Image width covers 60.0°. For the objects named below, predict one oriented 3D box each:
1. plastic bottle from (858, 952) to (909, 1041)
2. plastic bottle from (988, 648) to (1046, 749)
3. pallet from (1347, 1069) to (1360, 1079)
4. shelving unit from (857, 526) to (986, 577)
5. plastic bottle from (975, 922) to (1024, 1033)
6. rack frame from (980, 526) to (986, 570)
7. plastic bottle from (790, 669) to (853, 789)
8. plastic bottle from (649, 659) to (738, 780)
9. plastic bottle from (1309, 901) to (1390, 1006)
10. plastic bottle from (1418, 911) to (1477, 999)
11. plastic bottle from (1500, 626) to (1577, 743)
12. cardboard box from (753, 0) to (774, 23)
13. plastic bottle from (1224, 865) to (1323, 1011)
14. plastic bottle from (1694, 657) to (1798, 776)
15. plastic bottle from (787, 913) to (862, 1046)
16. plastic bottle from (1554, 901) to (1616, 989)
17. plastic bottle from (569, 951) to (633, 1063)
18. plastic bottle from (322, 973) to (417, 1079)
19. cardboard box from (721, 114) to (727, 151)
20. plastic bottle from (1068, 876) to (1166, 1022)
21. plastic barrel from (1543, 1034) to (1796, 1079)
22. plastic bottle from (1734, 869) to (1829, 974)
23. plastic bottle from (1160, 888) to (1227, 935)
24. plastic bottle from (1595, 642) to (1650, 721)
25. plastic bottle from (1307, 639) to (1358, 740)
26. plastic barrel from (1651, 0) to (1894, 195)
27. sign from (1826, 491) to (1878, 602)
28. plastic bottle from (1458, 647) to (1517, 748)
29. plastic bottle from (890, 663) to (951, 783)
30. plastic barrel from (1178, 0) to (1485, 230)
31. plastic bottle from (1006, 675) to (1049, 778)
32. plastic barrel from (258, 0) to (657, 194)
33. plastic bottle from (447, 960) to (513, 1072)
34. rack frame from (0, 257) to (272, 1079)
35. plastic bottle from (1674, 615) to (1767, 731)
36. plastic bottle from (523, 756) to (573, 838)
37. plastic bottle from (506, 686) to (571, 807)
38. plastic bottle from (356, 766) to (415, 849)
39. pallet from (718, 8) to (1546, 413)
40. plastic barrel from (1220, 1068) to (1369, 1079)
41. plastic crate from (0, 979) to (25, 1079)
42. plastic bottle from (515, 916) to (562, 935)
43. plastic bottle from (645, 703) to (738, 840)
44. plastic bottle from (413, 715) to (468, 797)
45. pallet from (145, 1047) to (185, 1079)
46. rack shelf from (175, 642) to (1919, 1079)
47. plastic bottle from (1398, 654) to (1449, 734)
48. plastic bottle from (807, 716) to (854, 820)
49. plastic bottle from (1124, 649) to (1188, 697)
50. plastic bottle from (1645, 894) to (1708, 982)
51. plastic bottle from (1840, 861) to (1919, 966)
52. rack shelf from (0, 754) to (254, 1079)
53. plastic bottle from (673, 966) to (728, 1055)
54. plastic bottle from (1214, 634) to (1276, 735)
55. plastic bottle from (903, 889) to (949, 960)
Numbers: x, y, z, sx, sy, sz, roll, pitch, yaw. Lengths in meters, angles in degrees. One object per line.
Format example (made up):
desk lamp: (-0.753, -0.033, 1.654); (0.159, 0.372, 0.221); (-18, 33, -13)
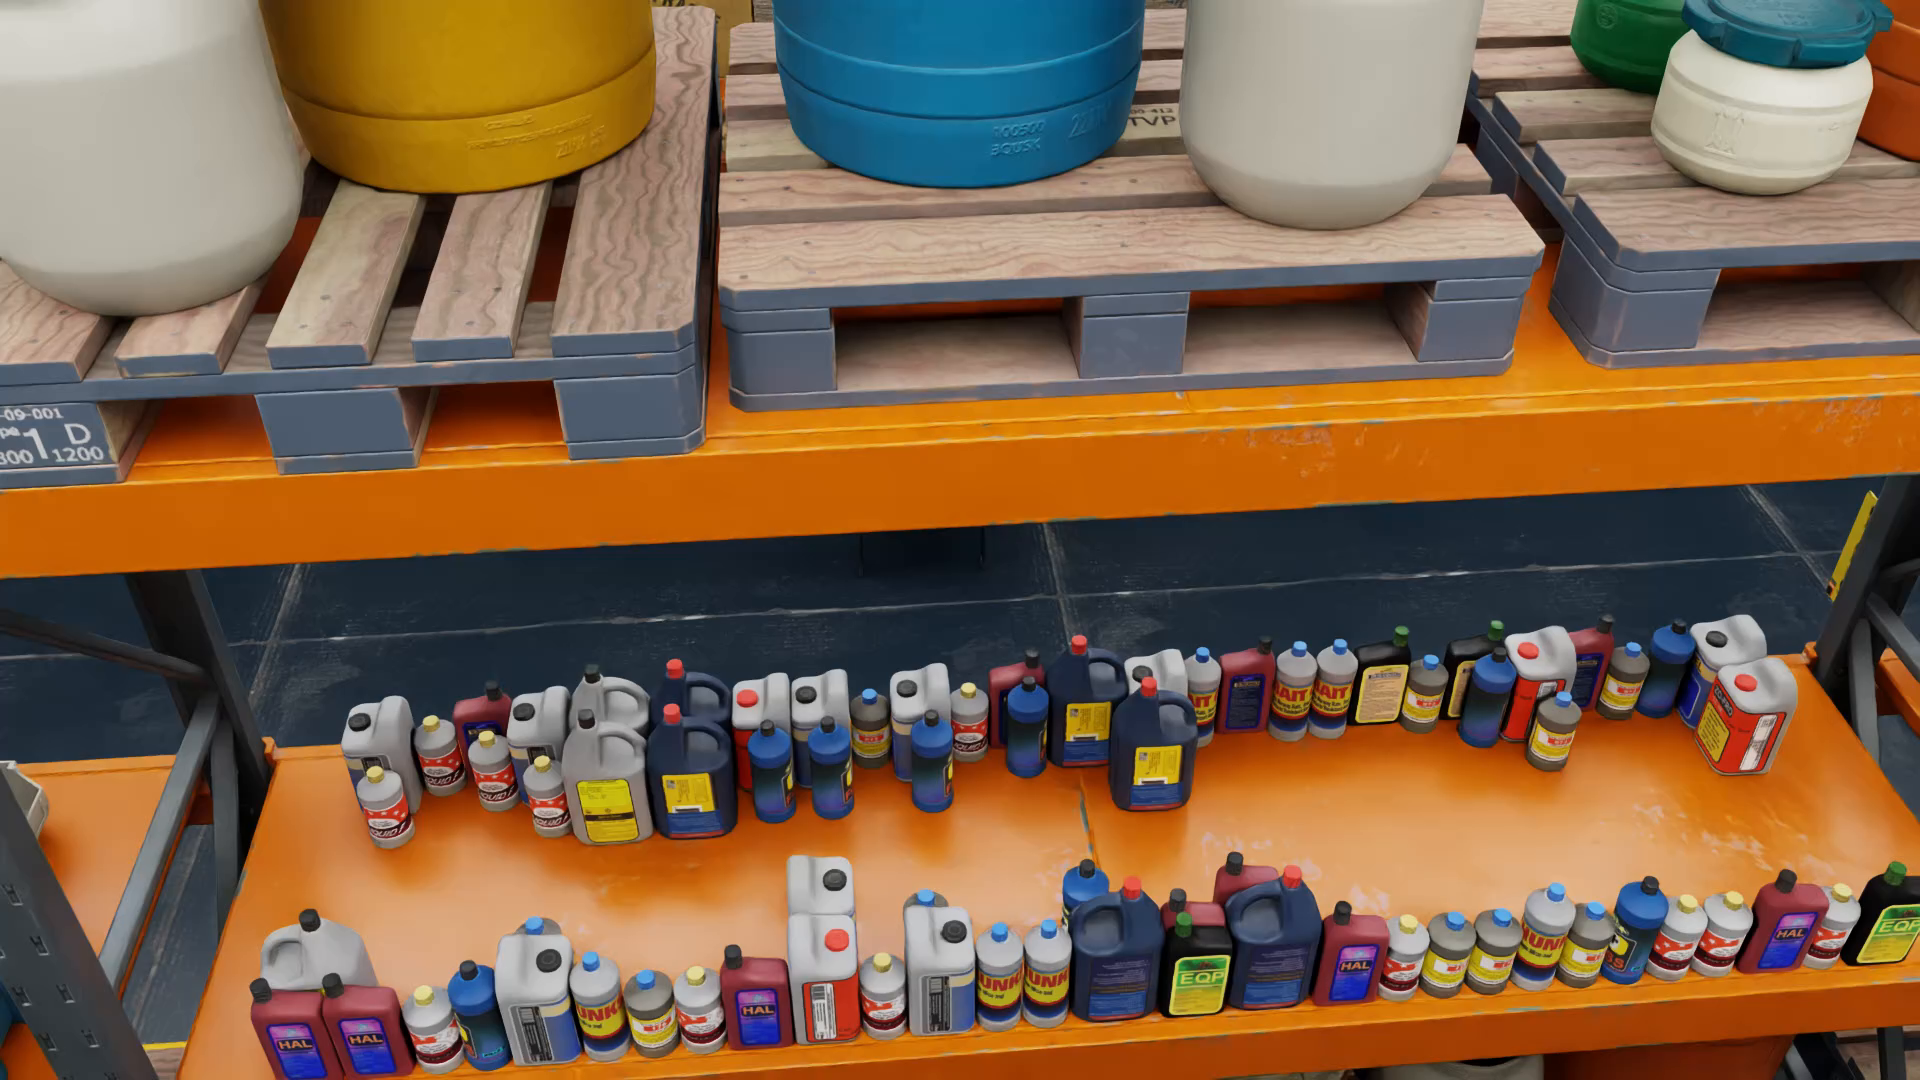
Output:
plastic bottle: (-0.153, 0.906, 3.341); (0.097, 0.201, 0.097); (0, 38, 0)
plastic bottle: (0.133, 0.374, 3.948); (0.133, 0.283, 0.061); (-3, 38, -4)
pallet: (1.514, 1.603, 4.549); (1.213, 0.211, 1.003); (-3, 38, -4)
shelving unit: (-0.165, -0.815, 6.088); (0.503, 2.100, 0.431); (-3, 38, -4)
plastic bottle: (0.078, 0.866, 3.335); (0.097, 0.271, 0.097); (0, 38, 0)
rack frame: (0.078, -0.829, 6.105); (0.015, 2.100, 0.400); (-3, 38, -4)
plastic bottle: (-0.324, 0.431, 3.882); (0.135, 0.276, 0.152); (-3, 38, -4)
plastic bottle: (-0.618, 0.415, 3.842); (0.185, 0.351, 0.144); (-3, 38, -4)
plastic bottle: (0.792, 0.833, 3.367); (0.133, 0.283, 0.061); (-3, 38, -4)
plastic bottle: (1.003, 0.842, 3.422); (0.097, 0.201, 0.097); (0, 38, 0)
plastic bottle: (1.375, 0.337, 4.001); (0.135, 0.276, 0.152); (-3, 38, -4)
cardboard box: (-0.648, -2.363, 7.243); (0.500, 0.500, 0.500); (-4, 38, -5)
plastic bottle: (0.630, 0.789, 3.368); (0.185, 0.351, 0.144); (-3, 38, -4)
plastic bottle: (1.850, 0.406, 3.914); (0.135, 0.276, 0.152); (-3, 38, -4)
plastic bottle: (-0.271, 0.866, 3.331); (0.135, 0.276, 0.152); (-3, 38, -4)
plastic bottle: (1.294, 0.826, 3.442); (0.097, 0.201, 0.097); (0, 38, 0)
plastic bottle: (-0.711, 0.909, 3.280); (0.097, 0.271, 0.097); (0, 38, 0)
plastic bottle: (-1.152, 0.940, 3.231); (0.133, 0.283, 0.061); (-3, 38, -4)
cardboard box: (-1.491, -1.776, 7.955); (0.875, 0.875, 1.225); (-3, 38, -4)
plastic bottle: (0.313, 0.807, 3.346); (0.185, 0.351, 0.144); (-3, 38, -4)
plastic barrel: (1.810, 1.163, 4.267); (0.708, 0.830, 0.600); (-3, 38, -4)
plastic bottle: (1.701, 0.783, 3.431); (0.133, 0.283, 0.061); (-3, 38, -4)
plastic bottle: (0.470, 0.813, 3.393); (0.133, 0.283, 0.061); (-3, 38, -4)
plastic bottle: (1.621, 0.336, 4.063); (0.097, 0.201, 0.097); (0, 38, 0)
plastic bottle: (0.895, 0.349, 3.991); (0.097, 0.271, 0.097); (0, 38, 0)
plastic barrel: (1.241, -0.700, 2.567); (0.301, 0.262, 0.301); (0, 38, 0)
sign: (2.240, 0.036, 4.151); (0.005, 0.325, 0.100); (-3, 38, -4)
plastic bottle: (1.263, 0.366, 3.968); (0.097, 0.271, 0.097); (0, 38, 0)
plastic bottle: (-0.093, 0.418, 3.899); (0.135, 0.276, 0.152); (-3, 38, -4)
plastic barrel: (0.543, -0.767, 2.430); (0.433, 0.535, 0.433); (0, 38, 0)
plastic bottle: (0.158, 0.427, 3.891); (0.097, 0.271, 0.097); (0, 38, 0)
plastic barrel: (-0.797, -0.933, 2.599); (0.600, 0.588, 0.600); (0, 38, 0)
plastic bottle: (-0.942, 0.922, 3.264); (0.097, 0.271, 0.097); (0, 38, 0)
rack frame: (-1.688, 0.658, 3.494); (0.127, 3.000, 1.000); (-3, 38, -4)
plastic bottle: (1.836, 0.312, 4.033); (0.135, 0.276, 0.152); (-3, 38, -4)
plastic bottle: (-0.931, 0.571, 3.765); (0.097, 0.201, 0.097); (0, 38, 0)
plastic bottle: (-0.960, 0.466, 3.838); (0.135, 0.276, 0.152); (-3, 38, -4)
plastic bottle: (-1.295, 0.591, 3.740); (0.097, 0.201, 0.097); (0, 38, 0)
pallet: (0.213, -0.612, 2.836); (1.213, 0.211, 1.003); (-3, 38, -4)
plastic barrel: (0.685, 1.320, 4.263); (0.708, 0.588, 0.600); (-3, 38, -4)
plastic crate: (-2.123, 0.877, 3.181); (0.575, 0.384, 0.392); (-3, 38, -4)
plastic bottle: (-0.859, 0.850, 3.412); (0.097, 0.201, 0.097); (0, 38, 0)
plastic bottle: (-0.605, 0.504, 3.729); (0.185, 0.351, 0.144); (-3, 38, -4)
plastic bottle: (-1.211, 0.492, 3.865); (0.097, 0.201, 0.097); (0, 38, 0)
pallet: (-2.417, 1.817, 4.276); (1.213, 0.211, 1.003); (-3, 38, -4)
rack shelf: (0.304, 0.831, 3.856); (4.000, 0.370, 1.077); (-3, 38, -4)
plastic bottle: (1.125, 0.363, 4.028); (0.097, 0.201, 0.097); (0, 38, 0)
plastic bottle: (-0.295, 0.509, 3.788); (0.097, 0.271, 0.097); (0, 38, 0)
plastic bottle: (0.455, 0.388, 3.937); (0.135, 0.276, 0.152); (-3, 38, -4)
plastic bottle: (1.487, 0.815, 3.455); (0.097, 0.201, 0.097); (0, 38, 0)
plastic bottle: (1.931, 0.770, 3.447); (0.133, 0.283, 0.061); (-3, 38, -4)
rack shelf: (-3.680, 1.050, 3.578); (4.000, 0.370, 1.077); (-3, 38, -4)
plastic bottle: (-0.517, 0.926, 3.315); (0.097, 0.201, 0.097); (0, 38, 0)
plastic bottle: (0.681, 0.344, 3.986); (0.133, 0.283, 0.061); (-3, 38, -4)
plastic bottle: (-0.070, 0.807, 3.467); (0.097, 0.201, 0.097); (0, 38, 0)
